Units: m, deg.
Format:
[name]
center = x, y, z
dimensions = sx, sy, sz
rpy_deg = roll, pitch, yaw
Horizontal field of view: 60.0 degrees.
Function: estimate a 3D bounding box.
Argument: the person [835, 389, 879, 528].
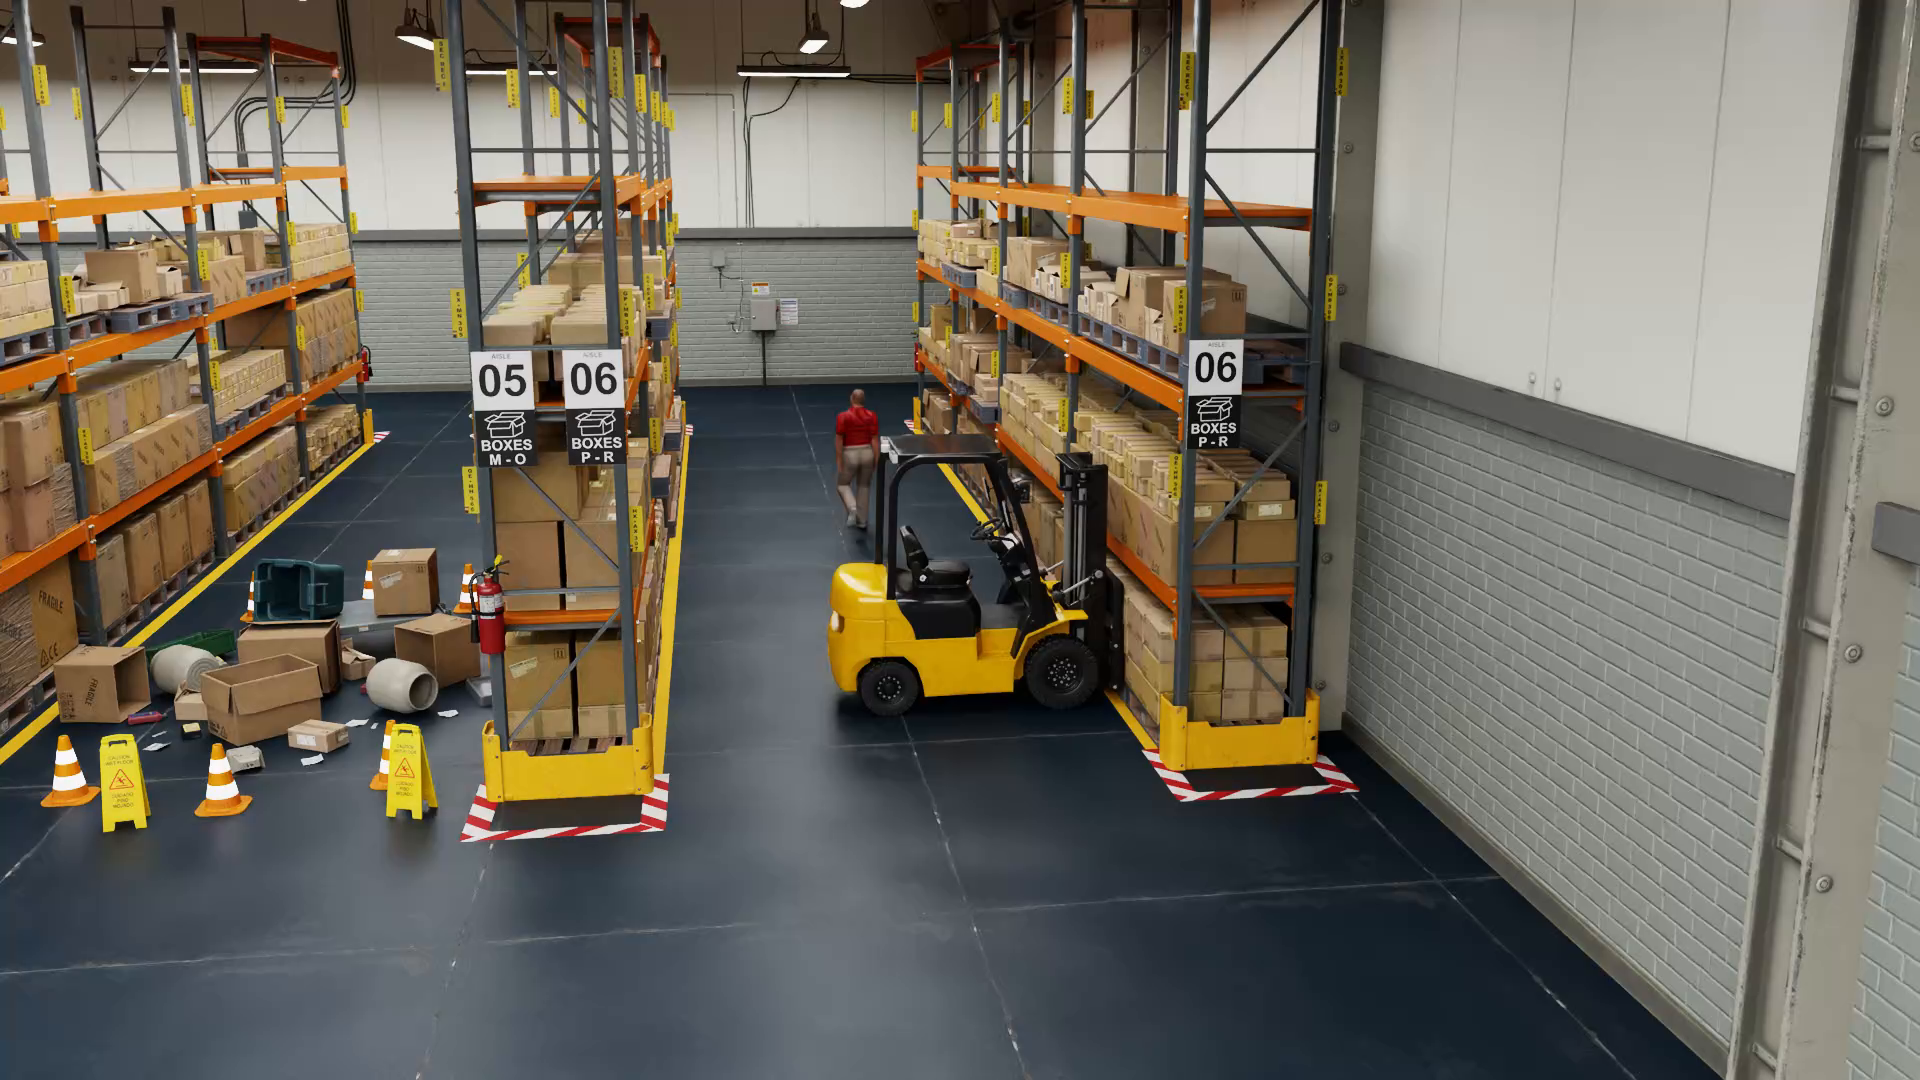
[person]
center = -1.249, -0.978, 20.156
dimensions = 0.542, 1.712, 0.592
rpy_deg = -4, 14, -15
